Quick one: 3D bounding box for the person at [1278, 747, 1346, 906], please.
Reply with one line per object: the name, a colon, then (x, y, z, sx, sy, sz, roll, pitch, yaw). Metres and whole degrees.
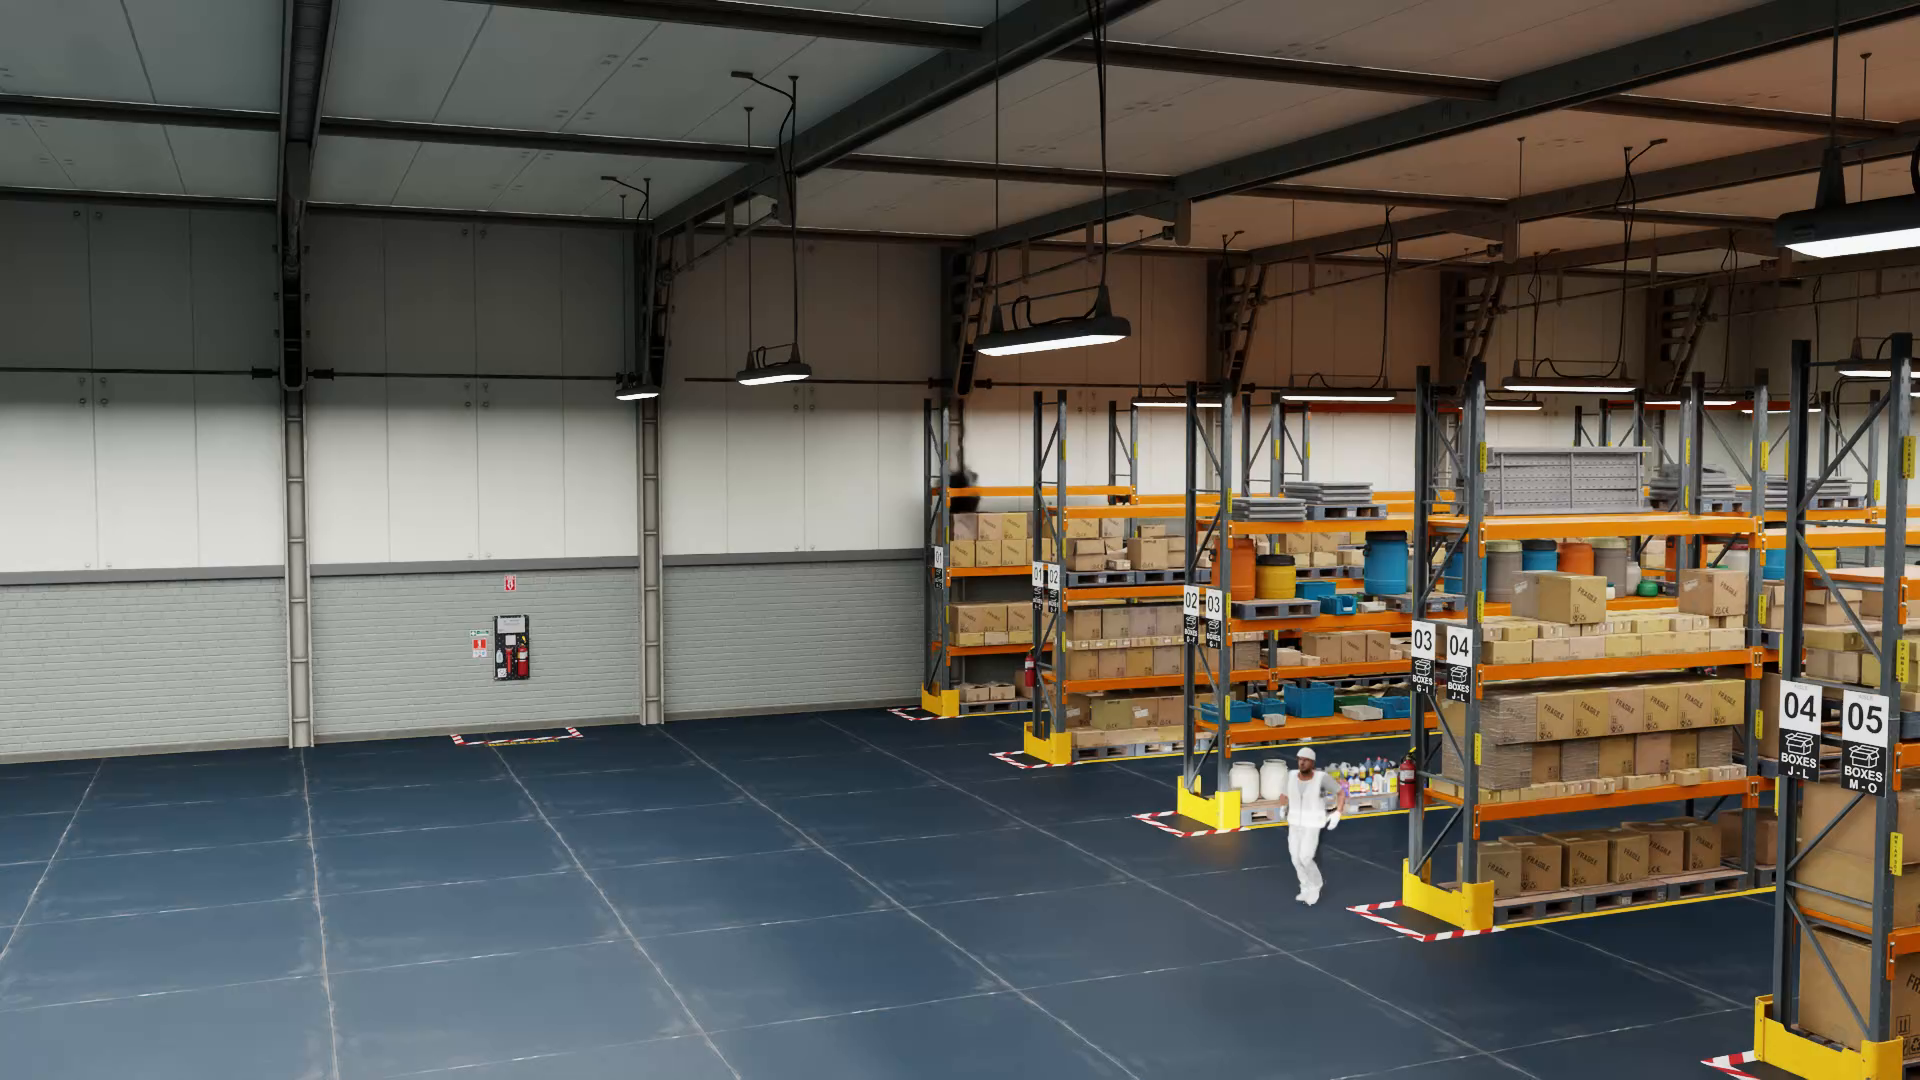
person: (3.853, 3.195, 18.512, 0.714, 1.771, 0.653, 3, 4, 38)
